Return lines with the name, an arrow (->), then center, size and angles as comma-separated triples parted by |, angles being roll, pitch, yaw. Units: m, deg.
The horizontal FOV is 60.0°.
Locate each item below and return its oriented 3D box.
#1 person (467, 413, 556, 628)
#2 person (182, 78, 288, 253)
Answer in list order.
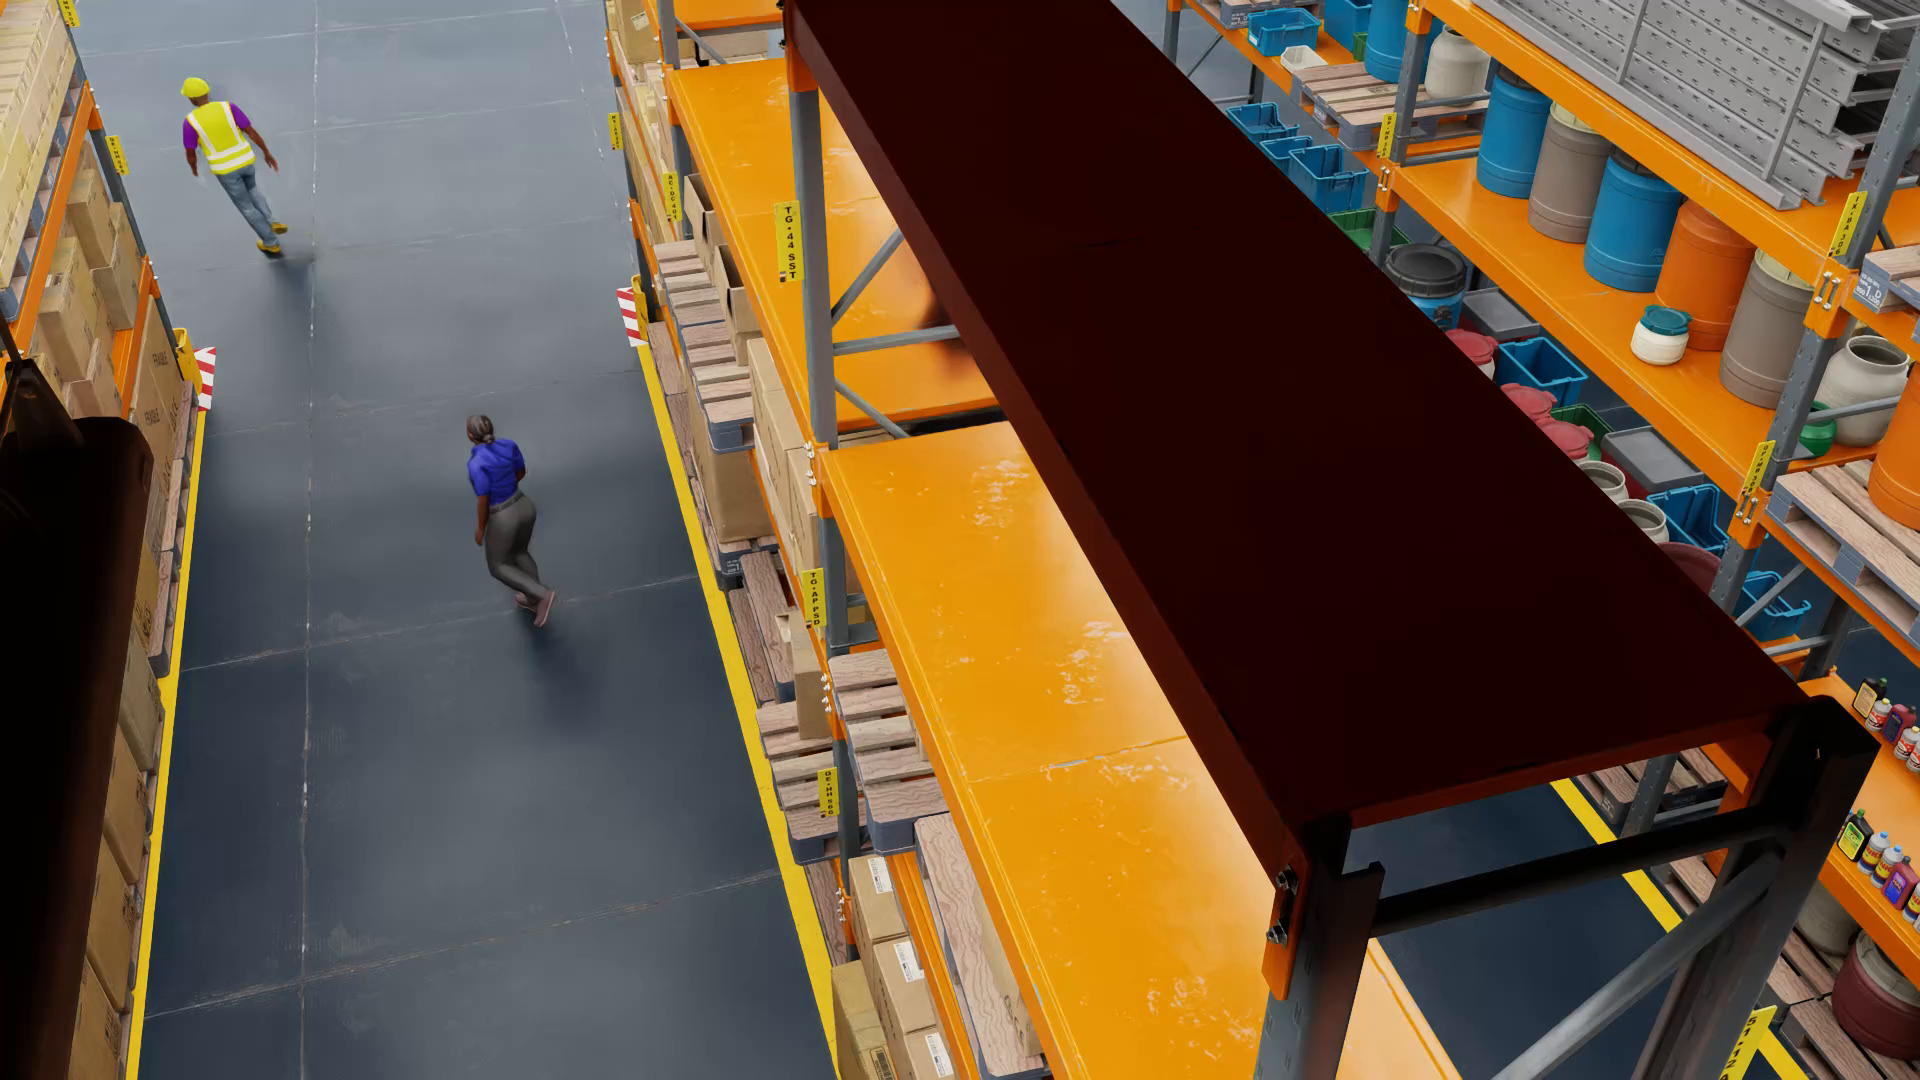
person -> -3.160, -0.116, 11.793 | 0.731, 1.462, 0.545 | 20, 42, 23
person -> -7.007, -3.588, 15.969 | 0.675, 1.707, 0.689 | -32, 48, -34
